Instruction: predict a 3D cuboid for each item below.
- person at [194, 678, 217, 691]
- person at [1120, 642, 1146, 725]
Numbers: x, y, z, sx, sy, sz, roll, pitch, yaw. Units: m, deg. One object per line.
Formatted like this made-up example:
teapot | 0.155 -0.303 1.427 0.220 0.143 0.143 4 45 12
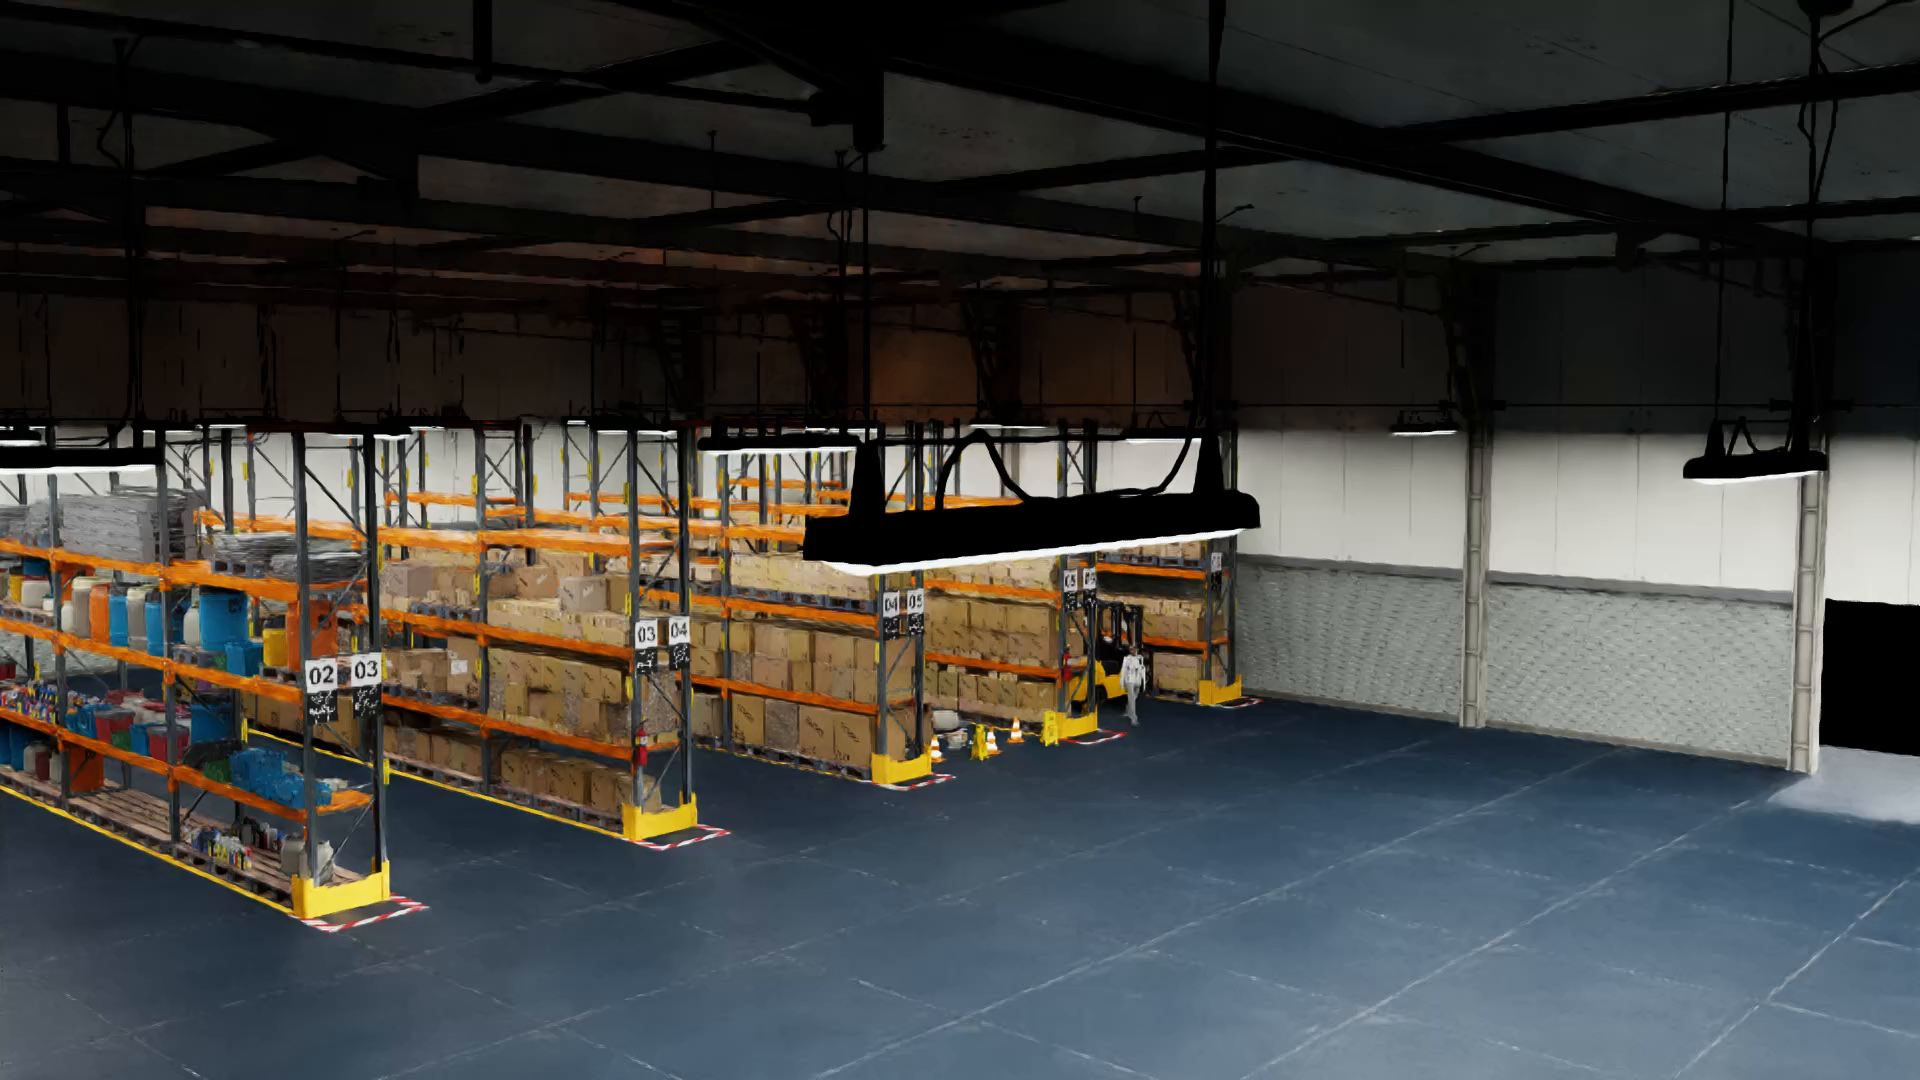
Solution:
person | -14.111 2.977 31.144 0.469 1.601 0.399 1 5 10
person | 3.429 2.817 32.989 0.523 1.639 0.886 -2 5 -24
